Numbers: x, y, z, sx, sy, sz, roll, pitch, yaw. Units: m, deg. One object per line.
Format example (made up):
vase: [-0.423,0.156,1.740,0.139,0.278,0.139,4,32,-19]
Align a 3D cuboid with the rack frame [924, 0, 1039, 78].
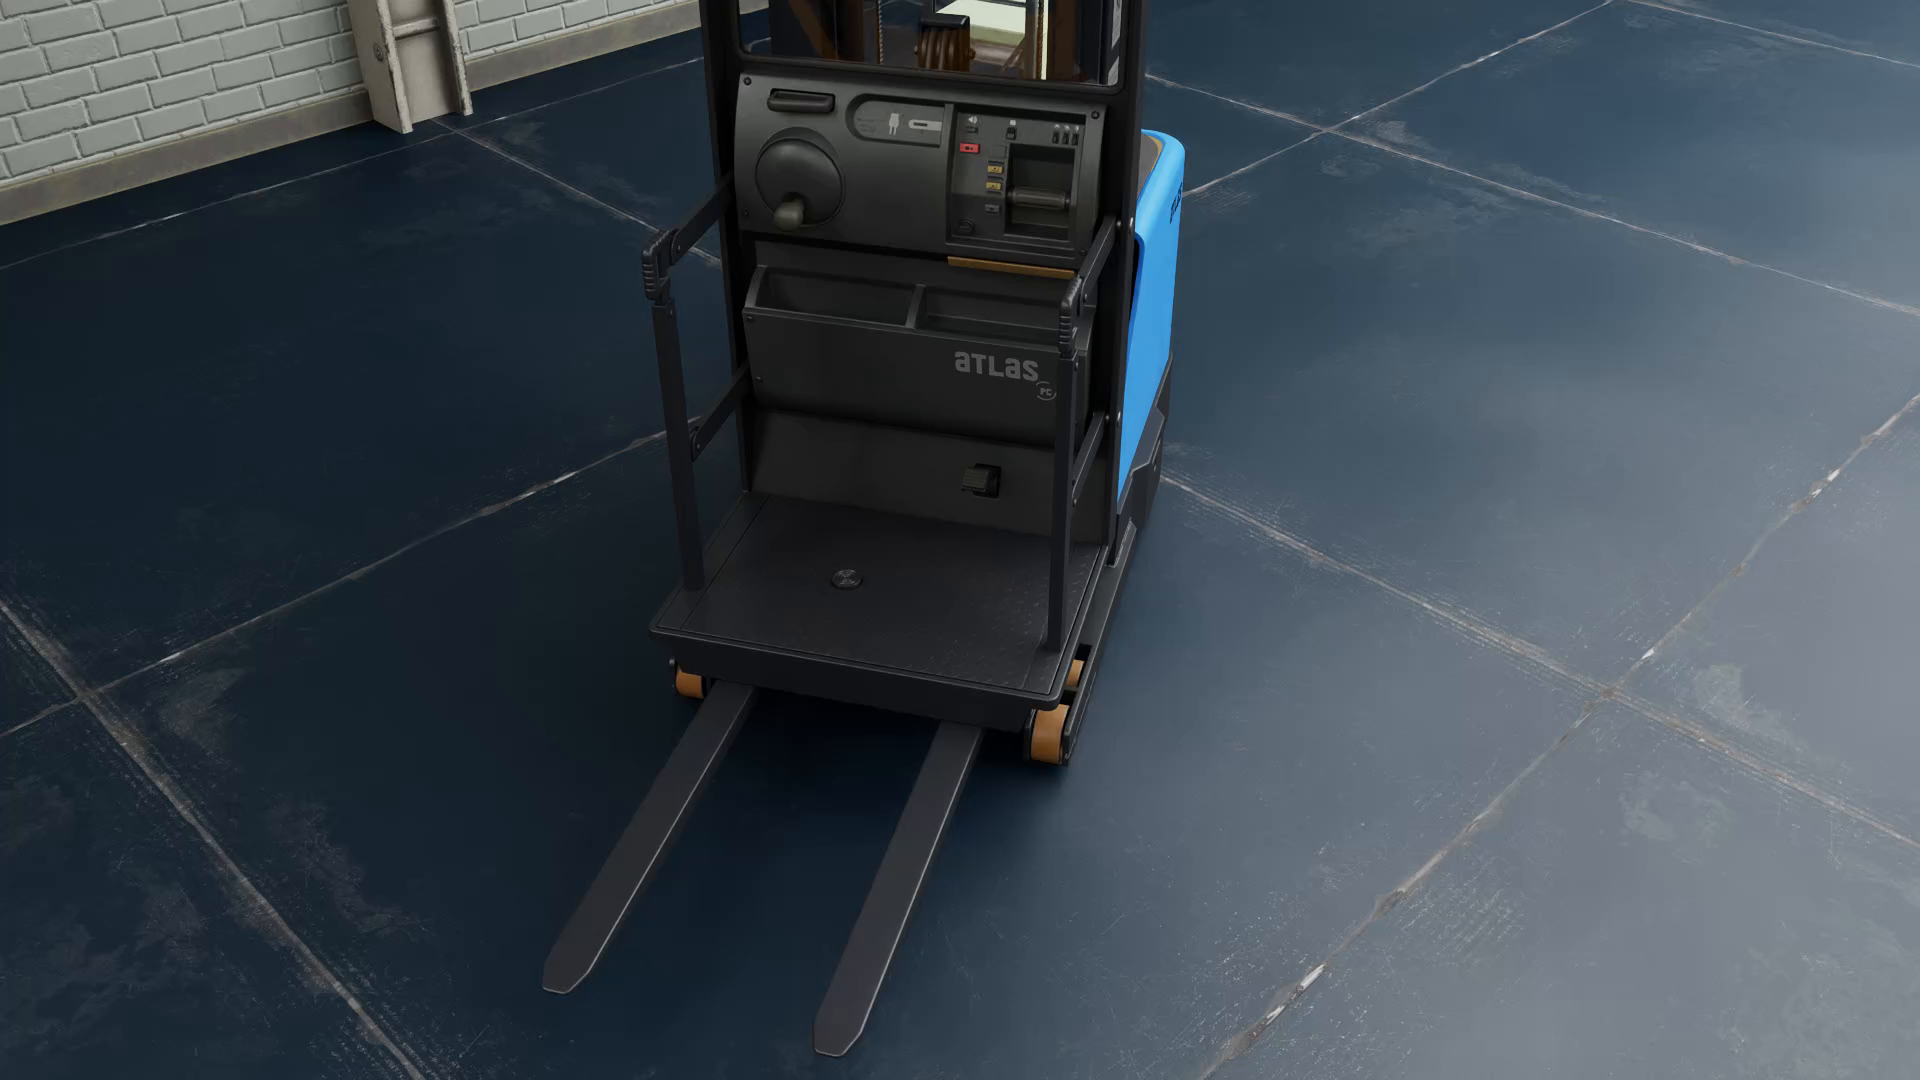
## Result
rack frame: [0.064,-1.193,5.649,0.400,1.500,0.023,17,38,22]

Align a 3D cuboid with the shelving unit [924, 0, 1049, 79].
shelving unit: [0.234,-1.378,5.915,0.431,1.500,0.755,17,38,22]

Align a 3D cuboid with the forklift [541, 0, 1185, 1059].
forklift: [-0.164,-0.859,3.919,1.130,2.935,3.031,9,36,12]

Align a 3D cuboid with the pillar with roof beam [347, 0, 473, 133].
pillar with roof beam: [0.377,-4.072,3.222,9.100,9.000,0.400,30,45,35]

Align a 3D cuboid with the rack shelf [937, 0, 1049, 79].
rack shelf: [0.234,-1.698,5.692,0.431,0.370,0.720,17,38,22]

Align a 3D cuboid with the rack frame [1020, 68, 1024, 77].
rack frame: [0.404,-1.563,6.181,0.400,1.500,0.023,17,38,22]
